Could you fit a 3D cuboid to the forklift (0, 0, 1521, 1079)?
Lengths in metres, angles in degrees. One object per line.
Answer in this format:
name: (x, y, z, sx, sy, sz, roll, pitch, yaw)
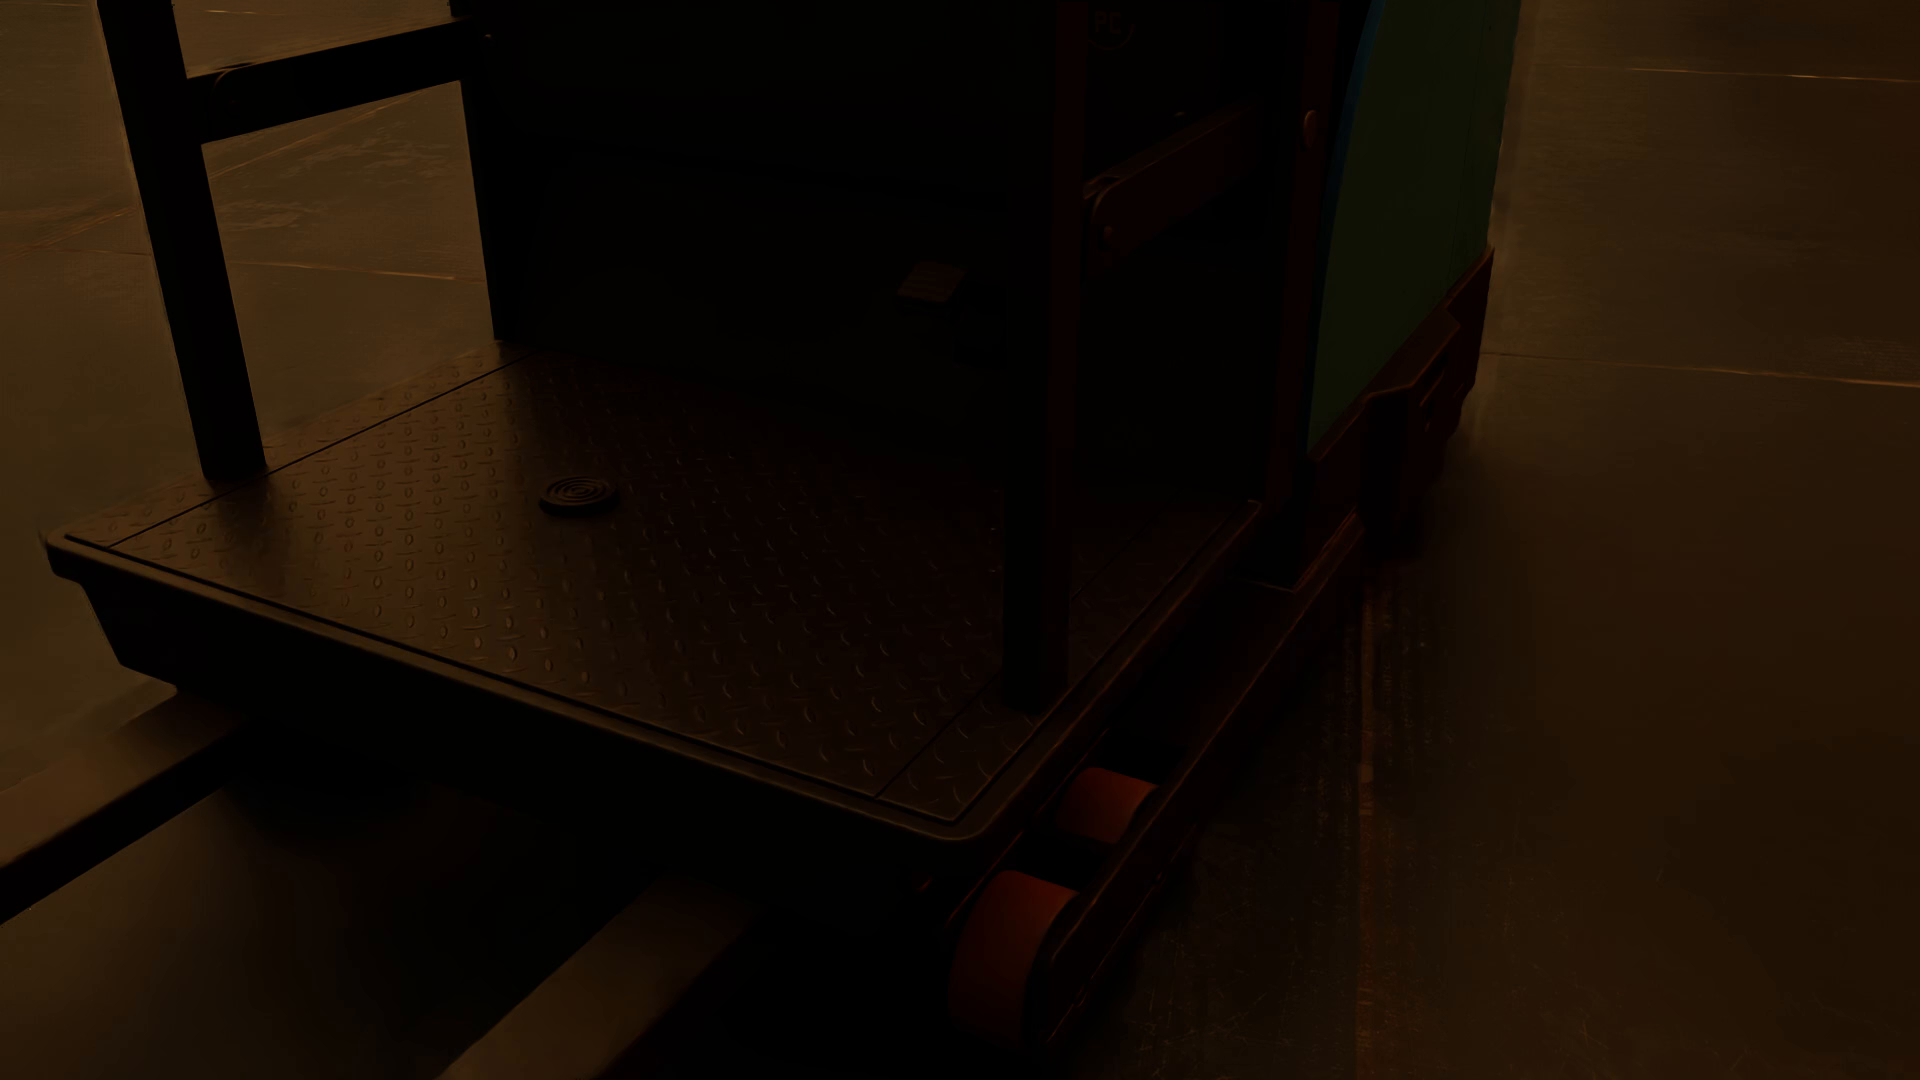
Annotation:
forklift: (-0.247, -1.063, 1.352, 1.130, 2.935, 3.031, 14, 30, 25)
